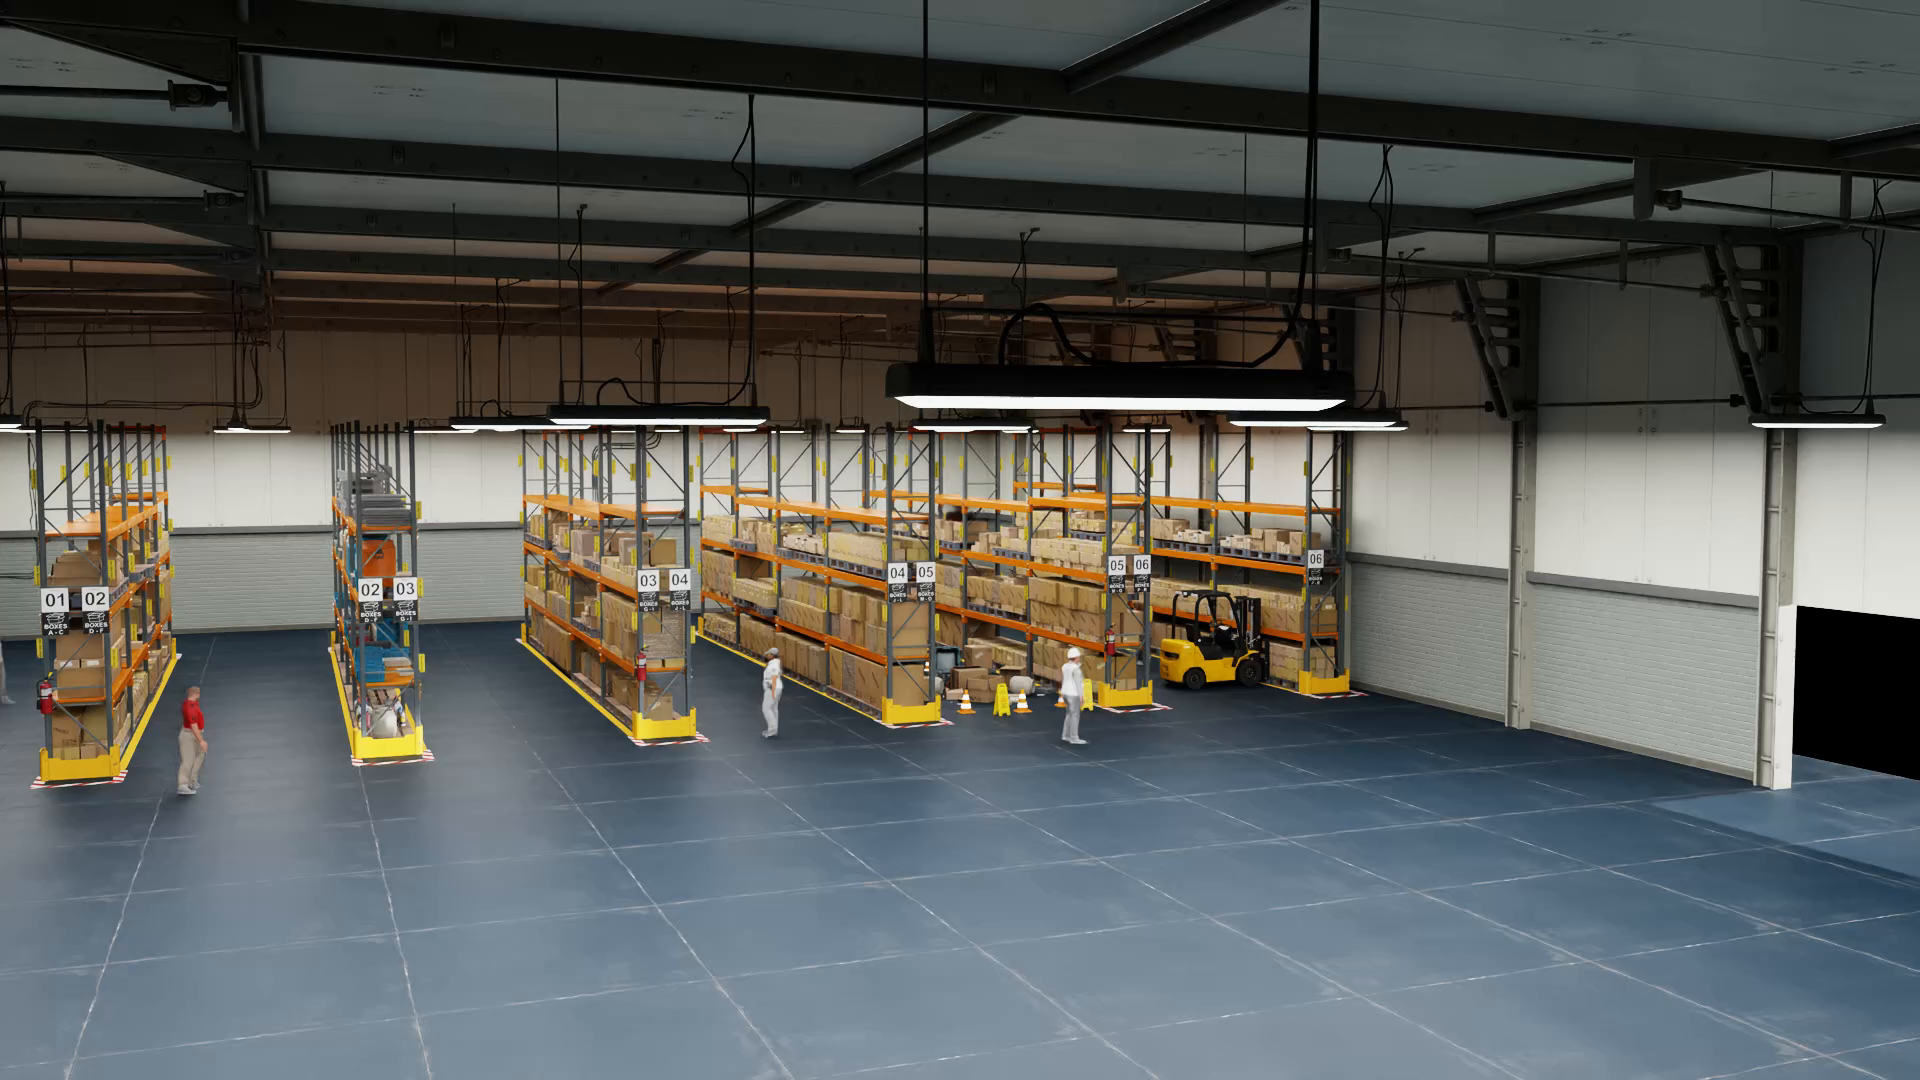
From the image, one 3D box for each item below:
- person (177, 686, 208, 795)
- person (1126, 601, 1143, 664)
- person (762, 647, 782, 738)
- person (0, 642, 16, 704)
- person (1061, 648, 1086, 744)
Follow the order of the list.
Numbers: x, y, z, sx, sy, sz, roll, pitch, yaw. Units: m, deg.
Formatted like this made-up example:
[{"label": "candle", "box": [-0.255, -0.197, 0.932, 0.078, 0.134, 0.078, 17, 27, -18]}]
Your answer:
[{"label": "person", "box": [-12.362, 3.216, 26.775, 0.487, 1.755, 0.688, -2, 4, -23]}, {"label": "person", "box": [4.379, 2.305, 41.694, 0.465, 1.547, 0.841, -2, 4, -33]}, {"label": "person", "box": [-3.600, 2.915, 31.827, 0.388, 1.707, 0.582, 0, 4, -2]}, {"label": "person", "box": [-20.552, 2.639, 35.446, 0.549, 1.785, 0.646, 1, 4, 15]}, {"label": "person", "box": [2.111, 2.940, 31.010, 0.376, 1.854, 0.622, -2, 4, -26]}]
